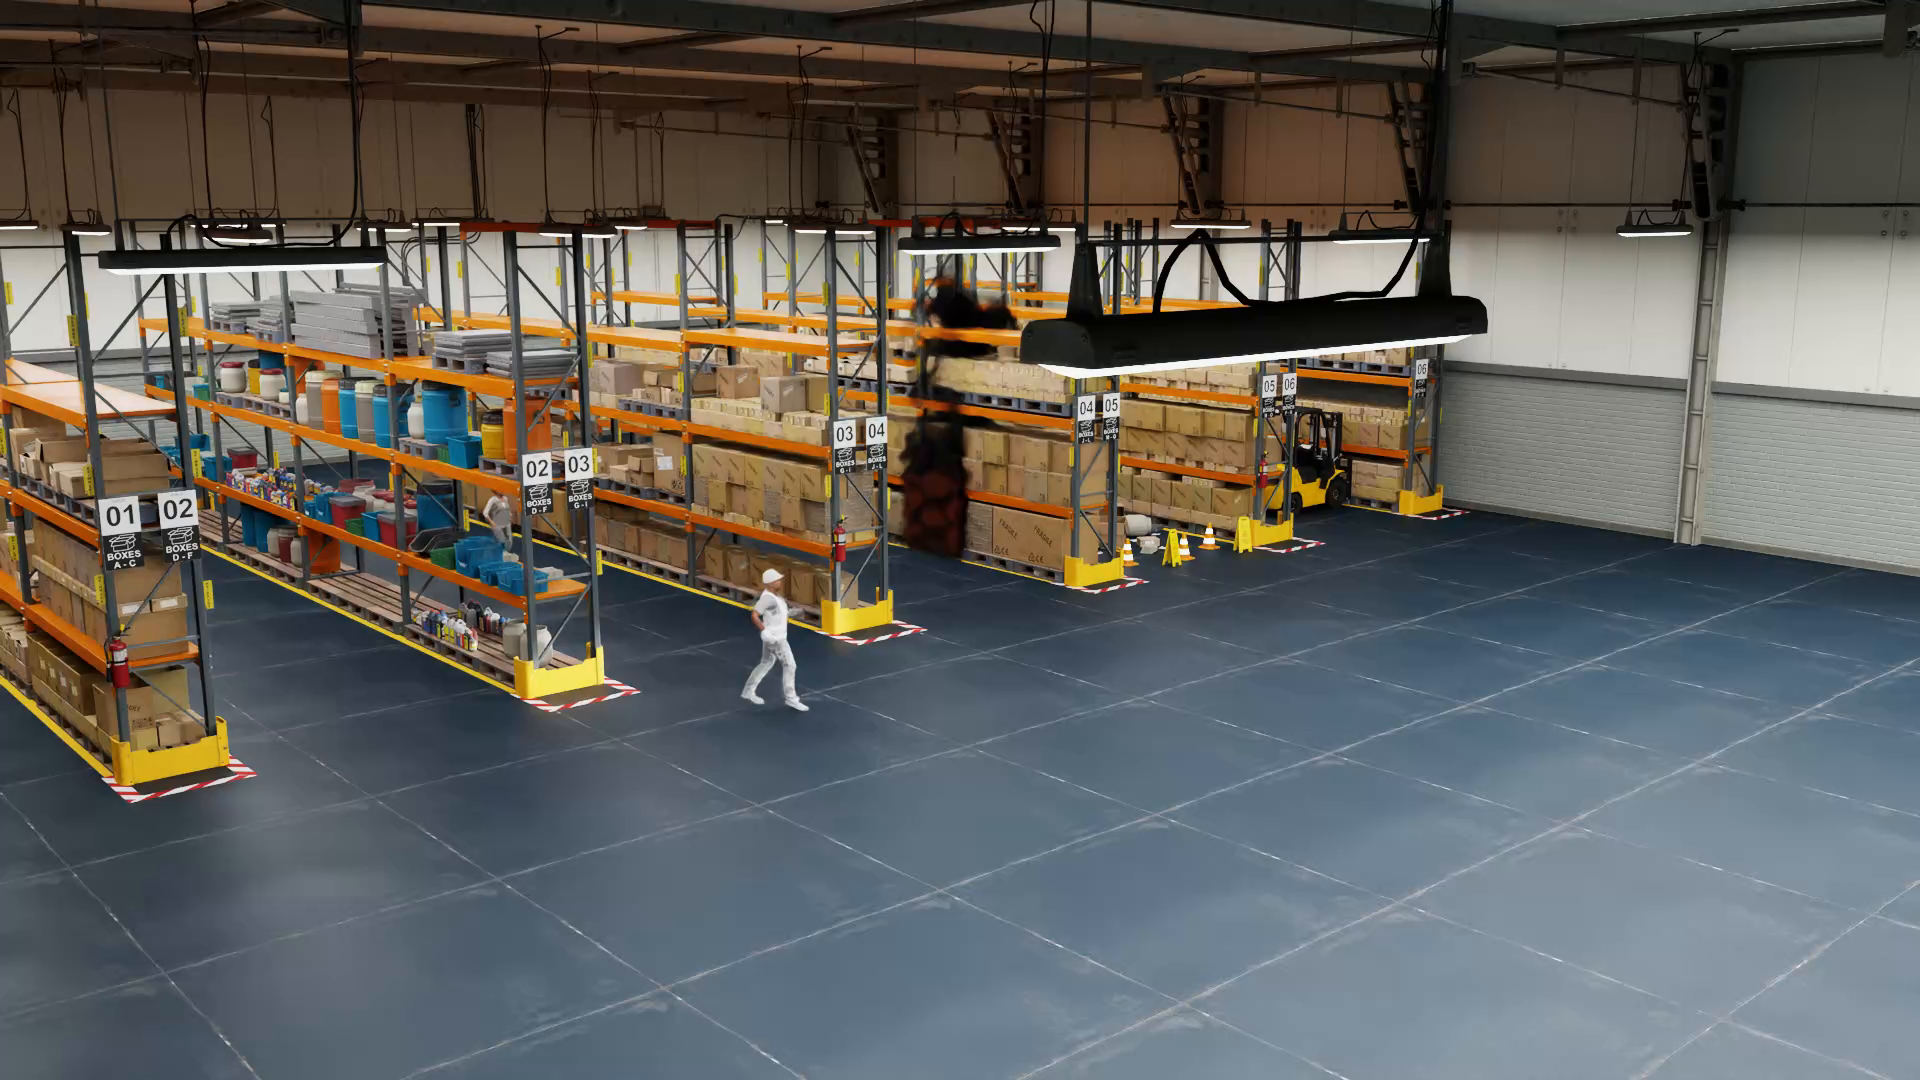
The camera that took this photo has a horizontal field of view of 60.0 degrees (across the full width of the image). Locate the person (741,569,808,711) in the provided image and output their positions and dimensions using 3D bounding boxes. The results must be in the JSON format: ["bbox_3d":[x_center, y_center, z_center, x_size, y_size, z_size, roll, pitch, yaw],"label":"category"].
[{"bbox_3d":[-2.364,1.266,21.020,0.842,1.831,0.674,-2,12,-10],"label":"person"}]

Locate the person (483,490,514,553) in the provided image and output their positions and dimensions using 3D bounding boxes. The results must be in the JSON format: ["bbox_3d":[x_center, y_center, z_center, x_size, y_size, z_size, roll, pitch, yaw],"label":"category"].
[{"bbox_3d":[-8.060,-0.228,29.122,0.549,1.560,0.537,8,14,36],"label":"person"}]

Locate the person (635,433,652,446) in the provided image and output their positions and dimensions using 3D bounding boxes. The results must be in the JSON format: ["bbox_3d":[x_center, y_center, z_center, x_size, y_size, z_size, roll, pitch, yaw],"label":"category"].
[{"bbox_3d":[-7.949,-2.801,41.464,0.547,1.691,0.683,3,12,13],"label":"person"}]
